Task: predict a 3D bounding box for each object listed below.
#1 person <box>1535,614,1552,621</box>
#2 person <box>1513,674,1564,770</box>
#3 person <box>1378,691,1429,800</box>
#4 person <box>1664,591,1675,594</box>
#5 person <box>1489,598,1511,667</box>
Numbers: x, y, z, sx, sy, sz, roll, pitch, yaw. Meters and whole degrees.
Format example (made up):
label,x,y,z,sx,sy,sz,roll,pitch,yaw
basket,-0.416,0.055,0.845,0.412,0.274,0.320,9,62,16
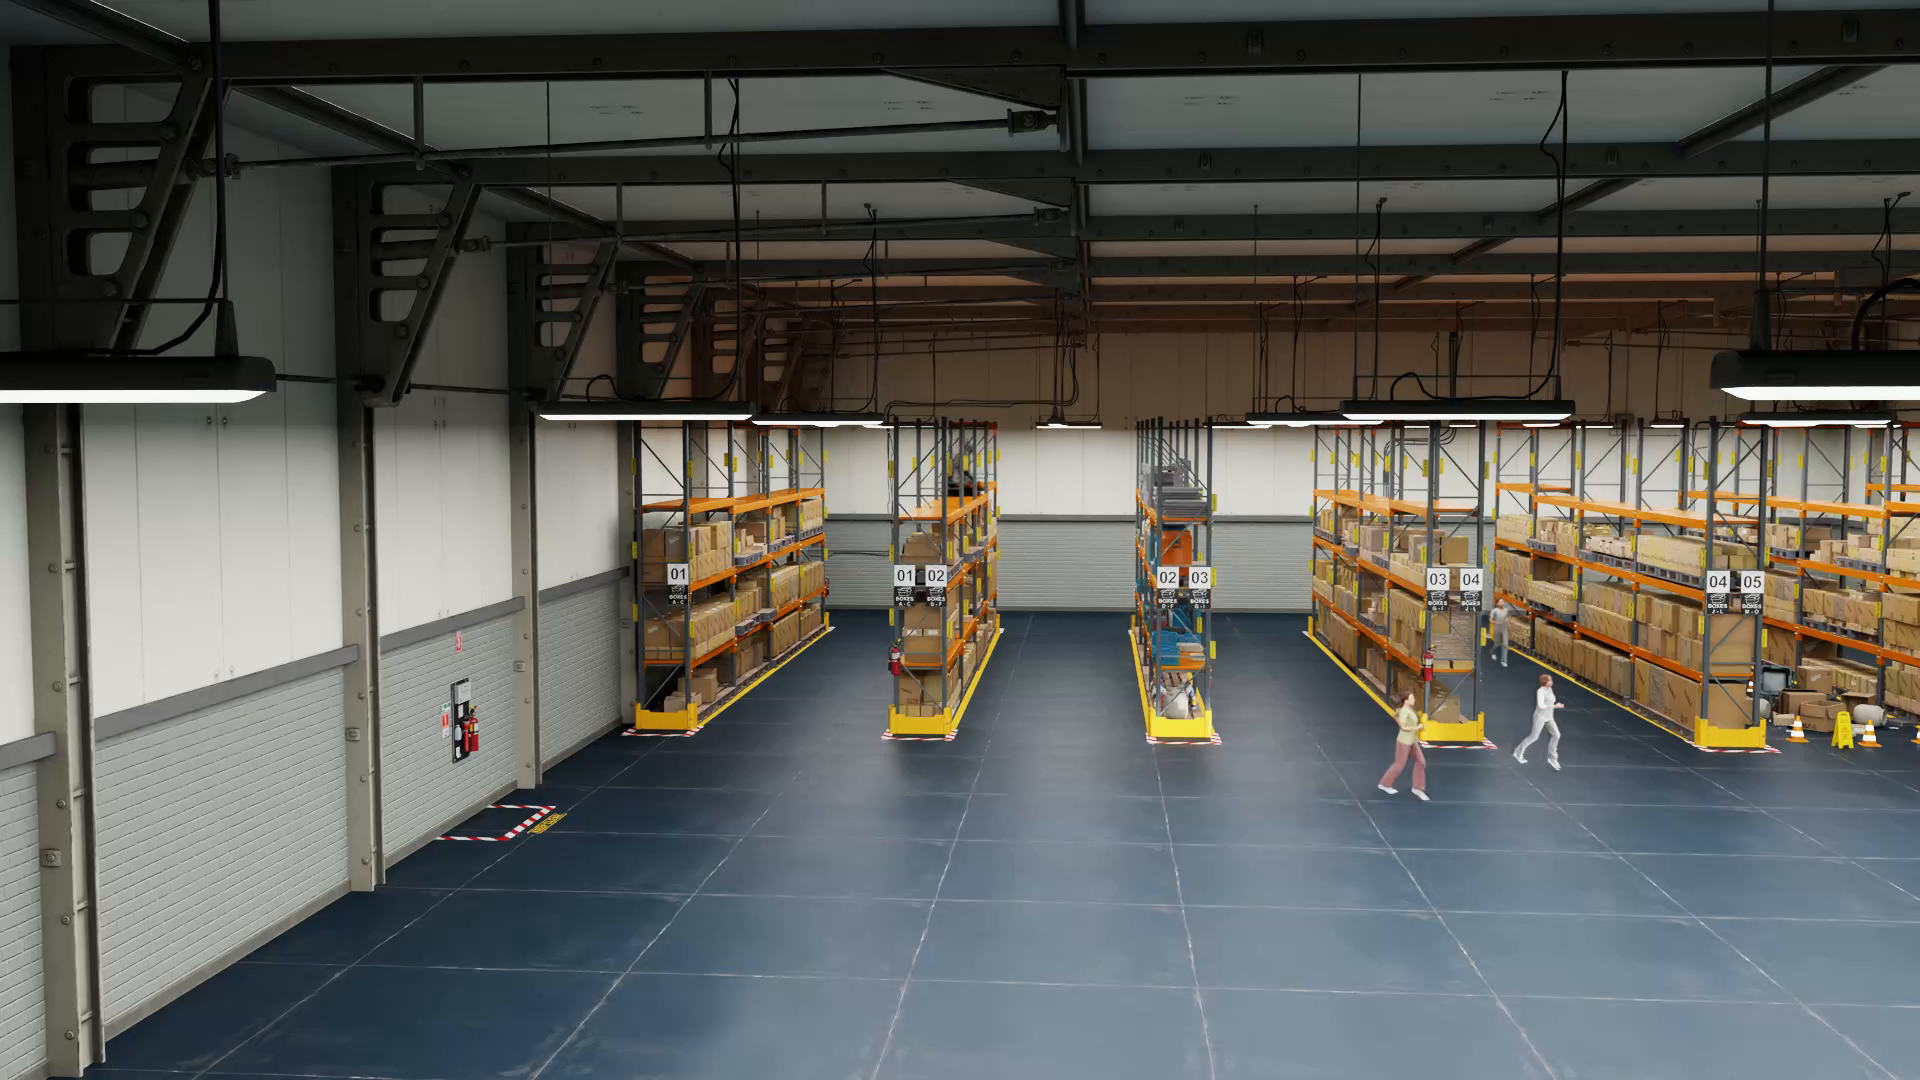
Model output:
label,x,y,z,sx,sy,sz,roll,pitch,yaw
person,16.646,1.729,47.471,1.111,1.756,0.731,1,4,11
person,9.894,3.075,28.326,0.548,1.632,0.844,-4,5,-44
person,6.910,3.197,25.898,0.778,1.726,0.563,2,4,29
person,20.343,1.811,47.242,0.751,1.743,0.807,1,4,19
person,13.197,2.232,40.616,0.568,1.663,0.935,0,4,-1
